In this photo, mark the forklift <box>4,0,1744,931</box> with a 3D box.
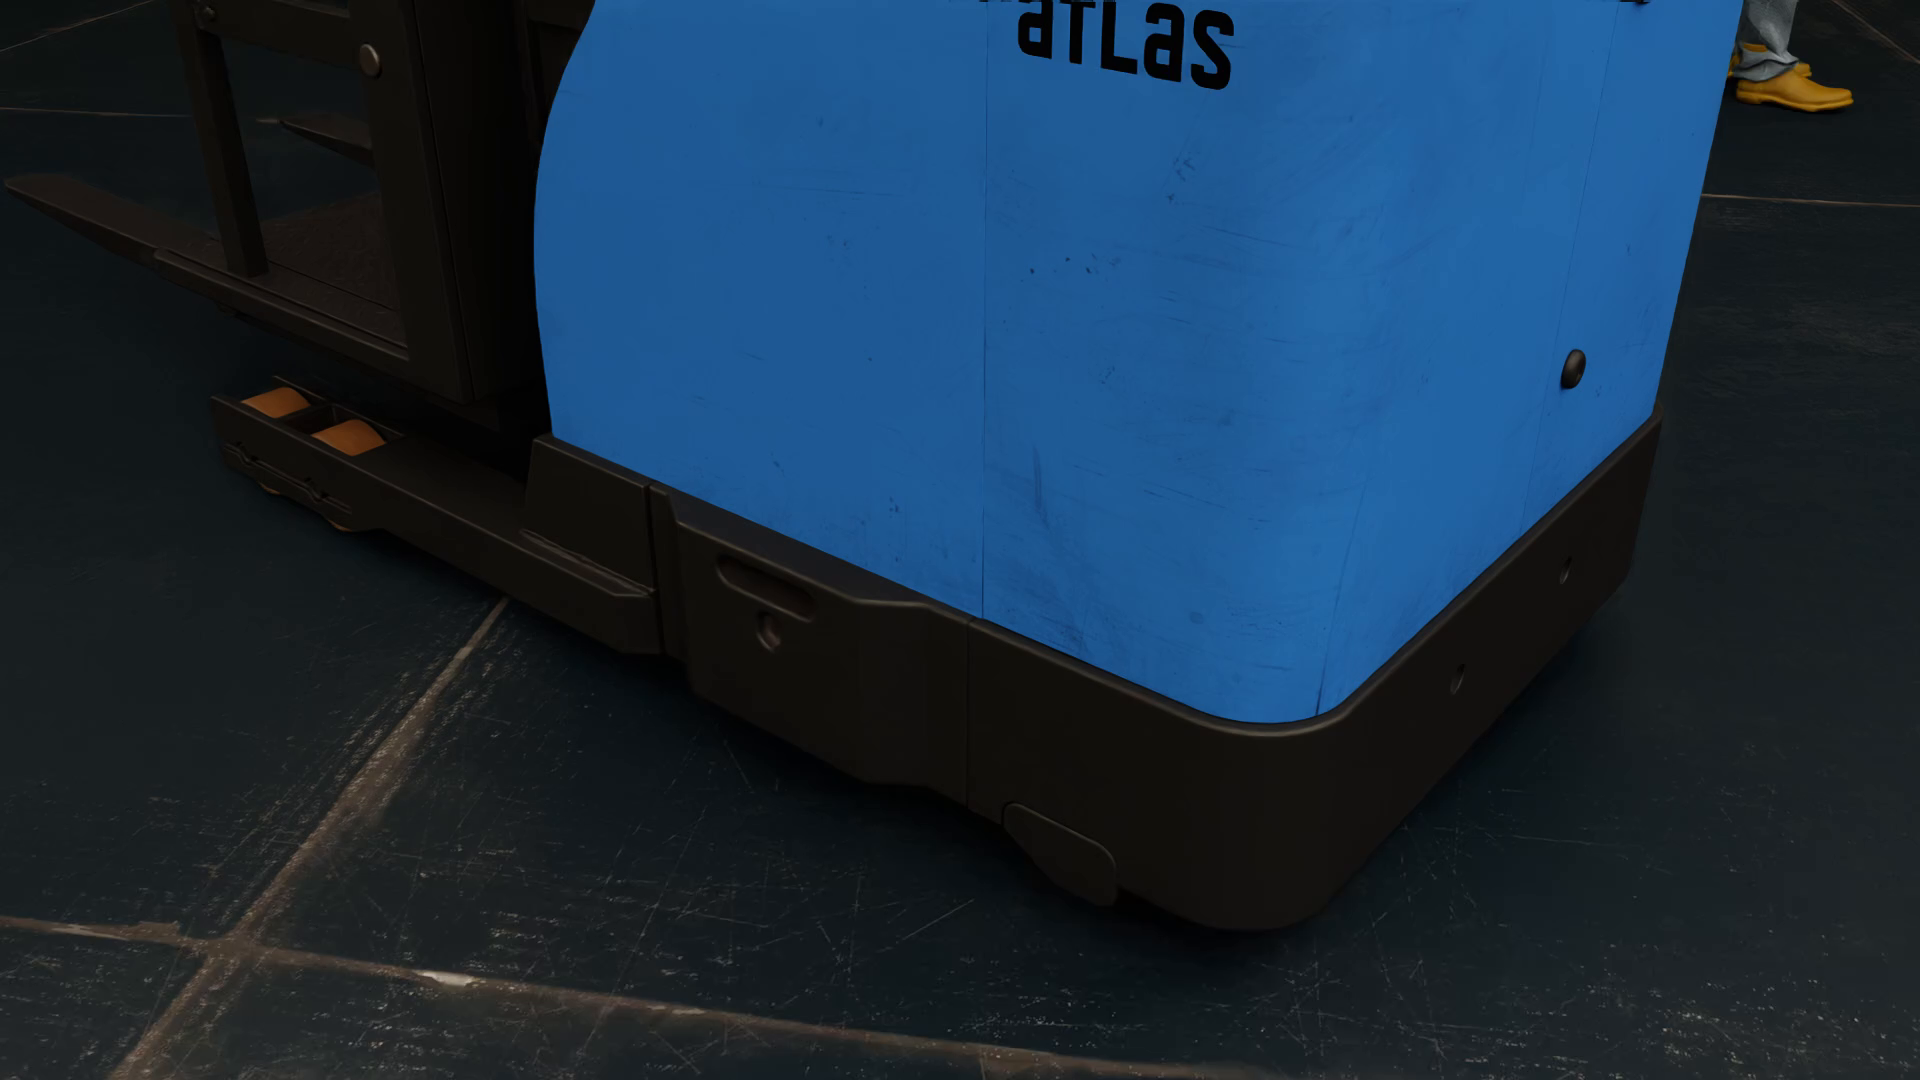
[{"bbox_3d":[-0.540,-1.470,2.129,3.031,2.935,1.130,22,36,34],"label":"forklift"}]

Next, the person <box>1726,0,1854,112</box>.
[{"bbox_3d":[2.373,-2.101,4.479,0.541,1.758,0.753,20,35,32],"label":"person"}]
